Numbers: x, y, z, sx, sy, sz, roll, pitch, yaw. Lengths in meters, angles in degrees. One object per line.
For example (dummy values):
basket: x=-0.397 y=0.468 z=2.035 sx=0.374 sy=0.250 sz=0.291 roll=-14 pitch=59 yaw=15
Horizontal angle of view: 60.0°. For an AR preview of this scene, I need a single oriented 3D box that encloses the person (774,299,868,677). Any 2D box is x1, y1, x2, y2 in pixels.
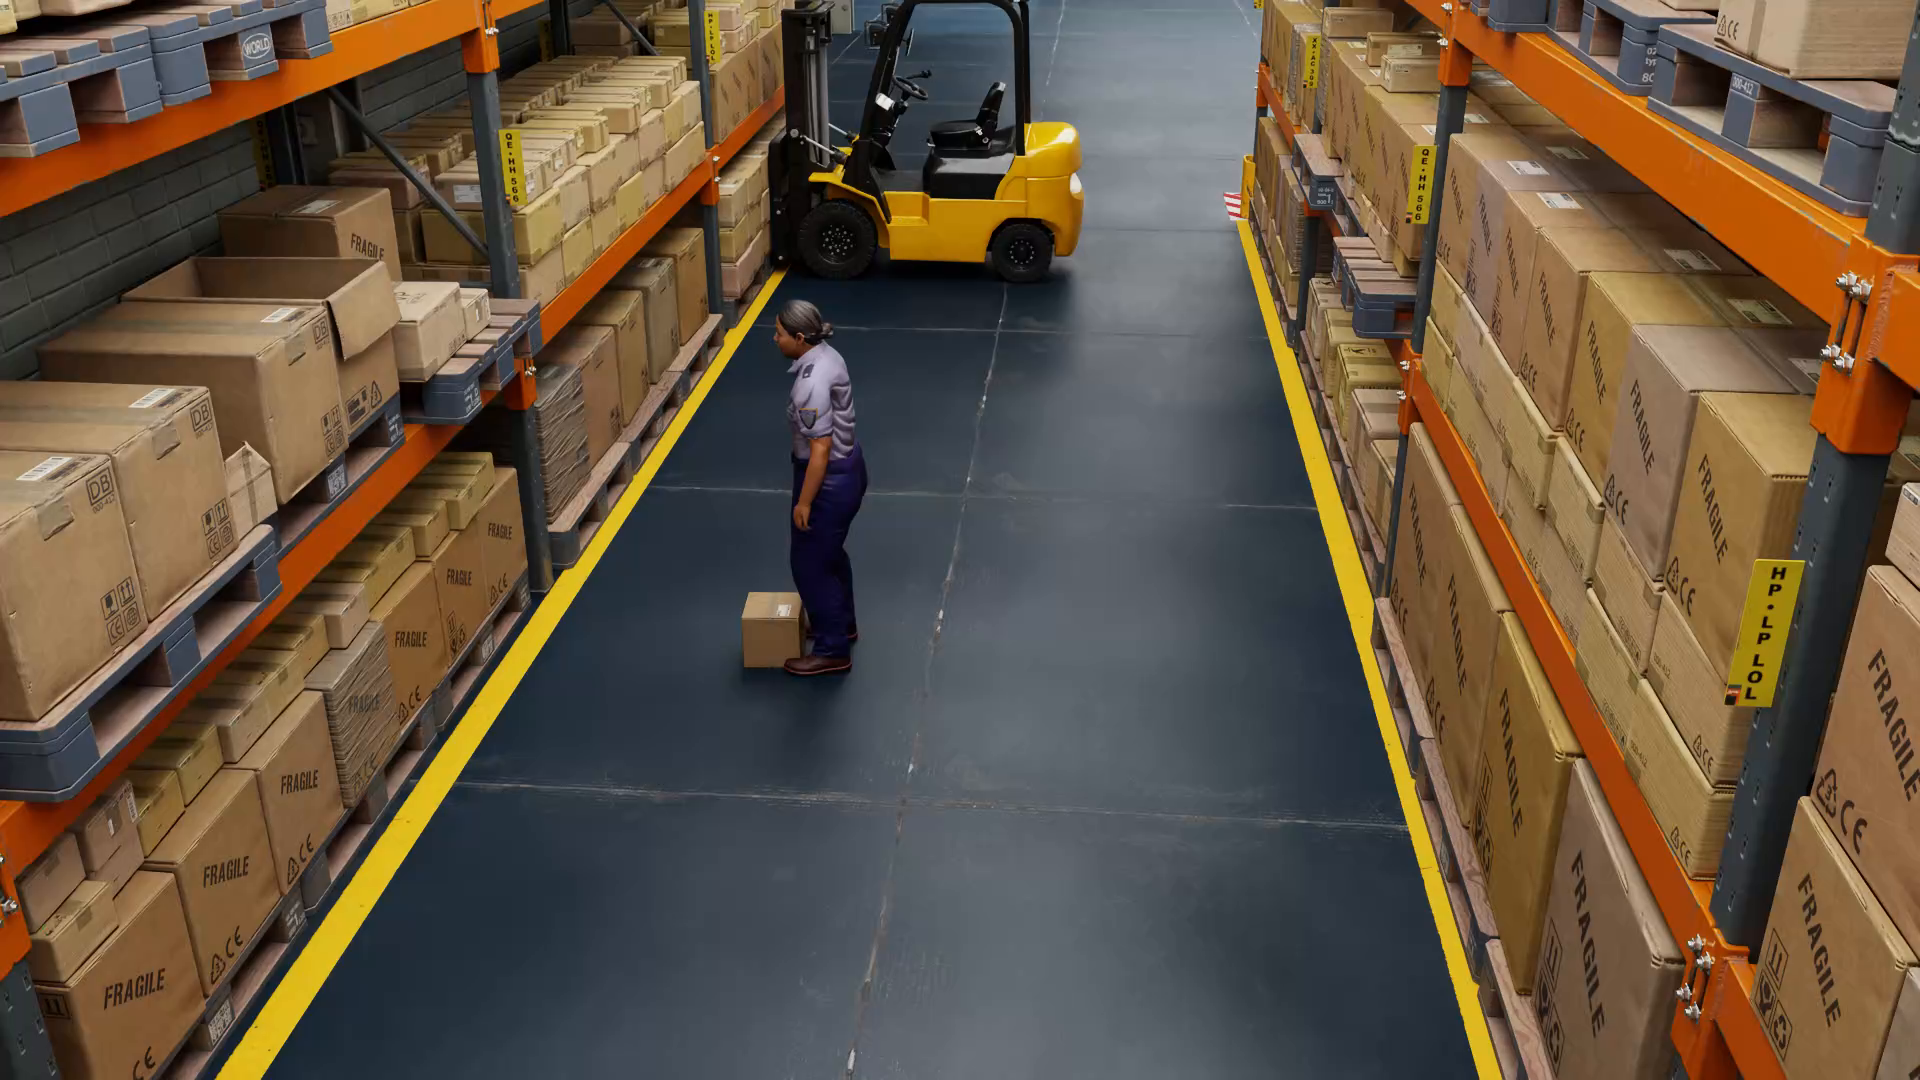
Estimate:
person: x=-0.591 y=-0.234 z=7.124 sx=0.370 sy=1.652 sz=0.539 roll=2 pitch=25 yaw=4
